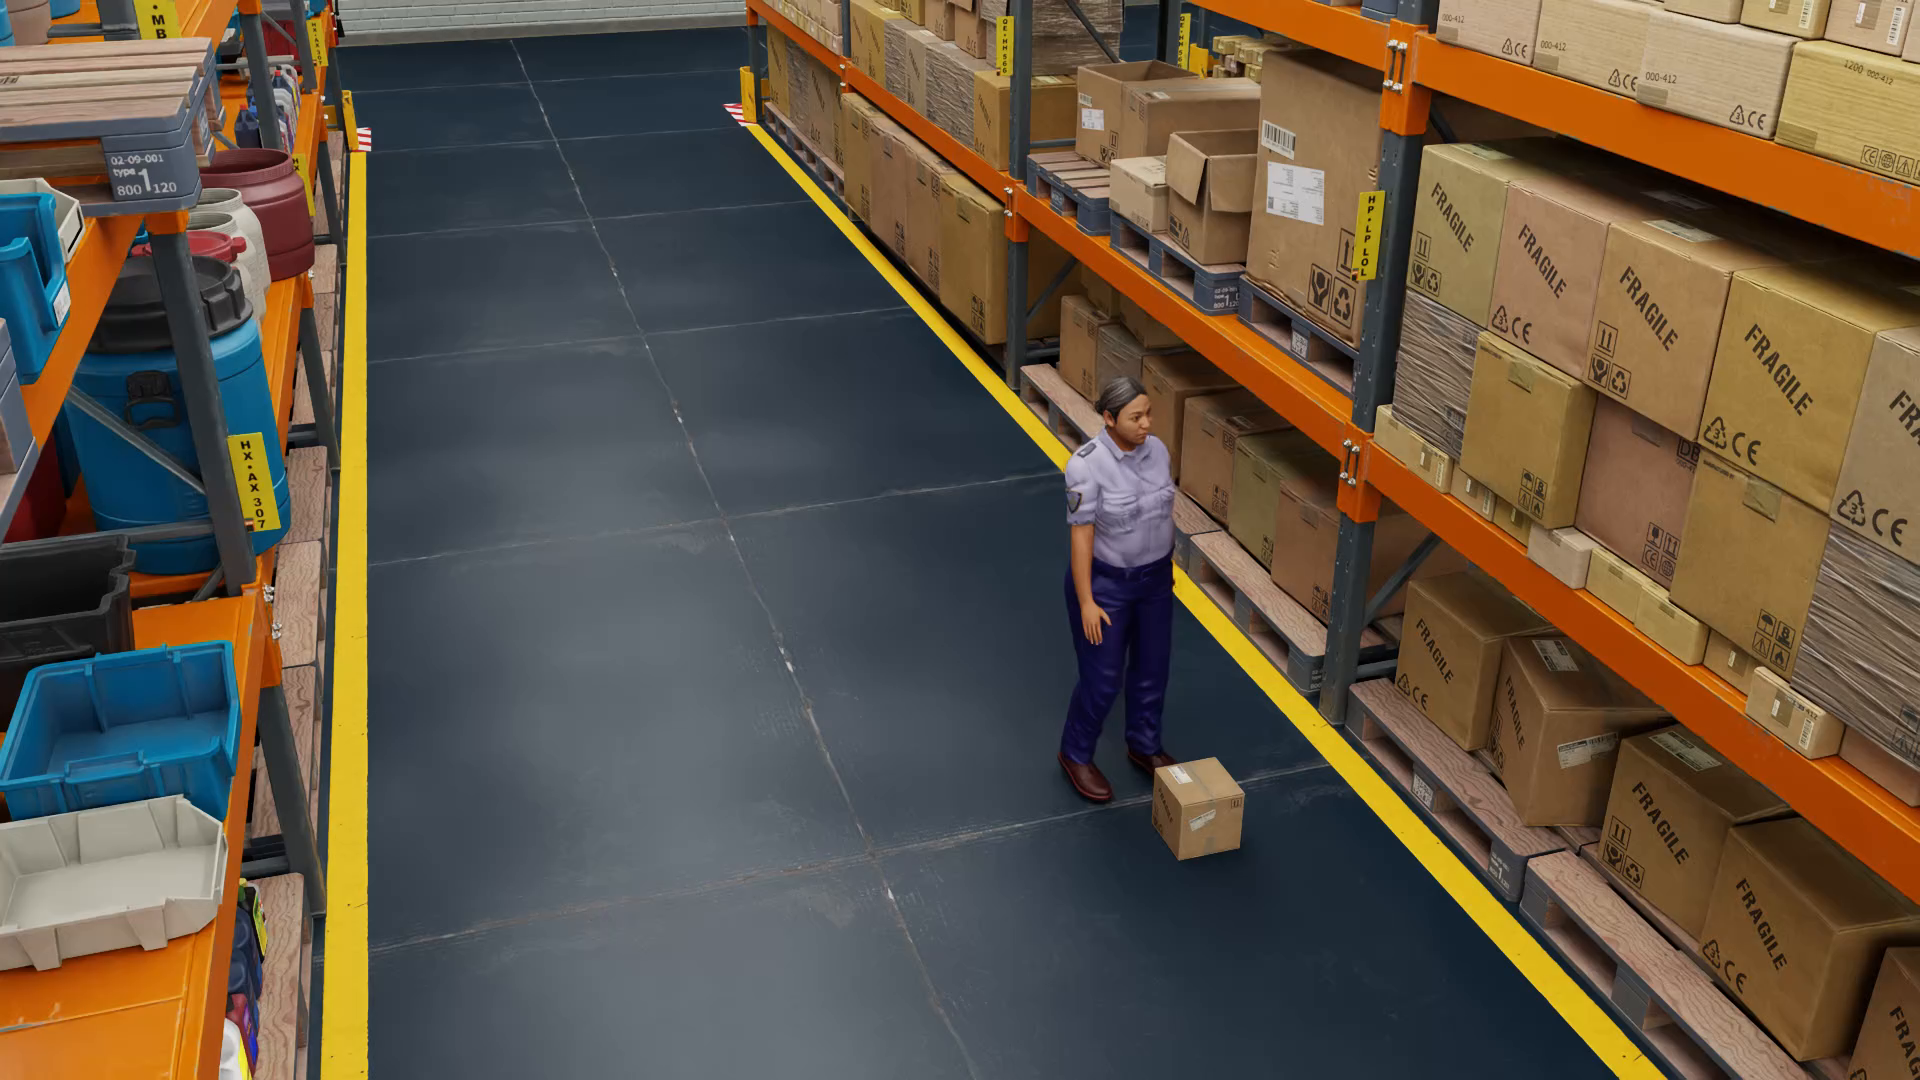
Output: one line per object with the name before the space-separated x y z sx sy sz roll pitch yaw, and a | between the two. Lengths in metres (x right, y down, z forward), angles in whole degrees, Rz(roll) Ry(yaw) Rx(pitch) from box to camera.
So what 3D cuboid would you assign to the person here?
person | 0.638 0.189 6.220 0.527 1.659 0.421 -17 31 -30
